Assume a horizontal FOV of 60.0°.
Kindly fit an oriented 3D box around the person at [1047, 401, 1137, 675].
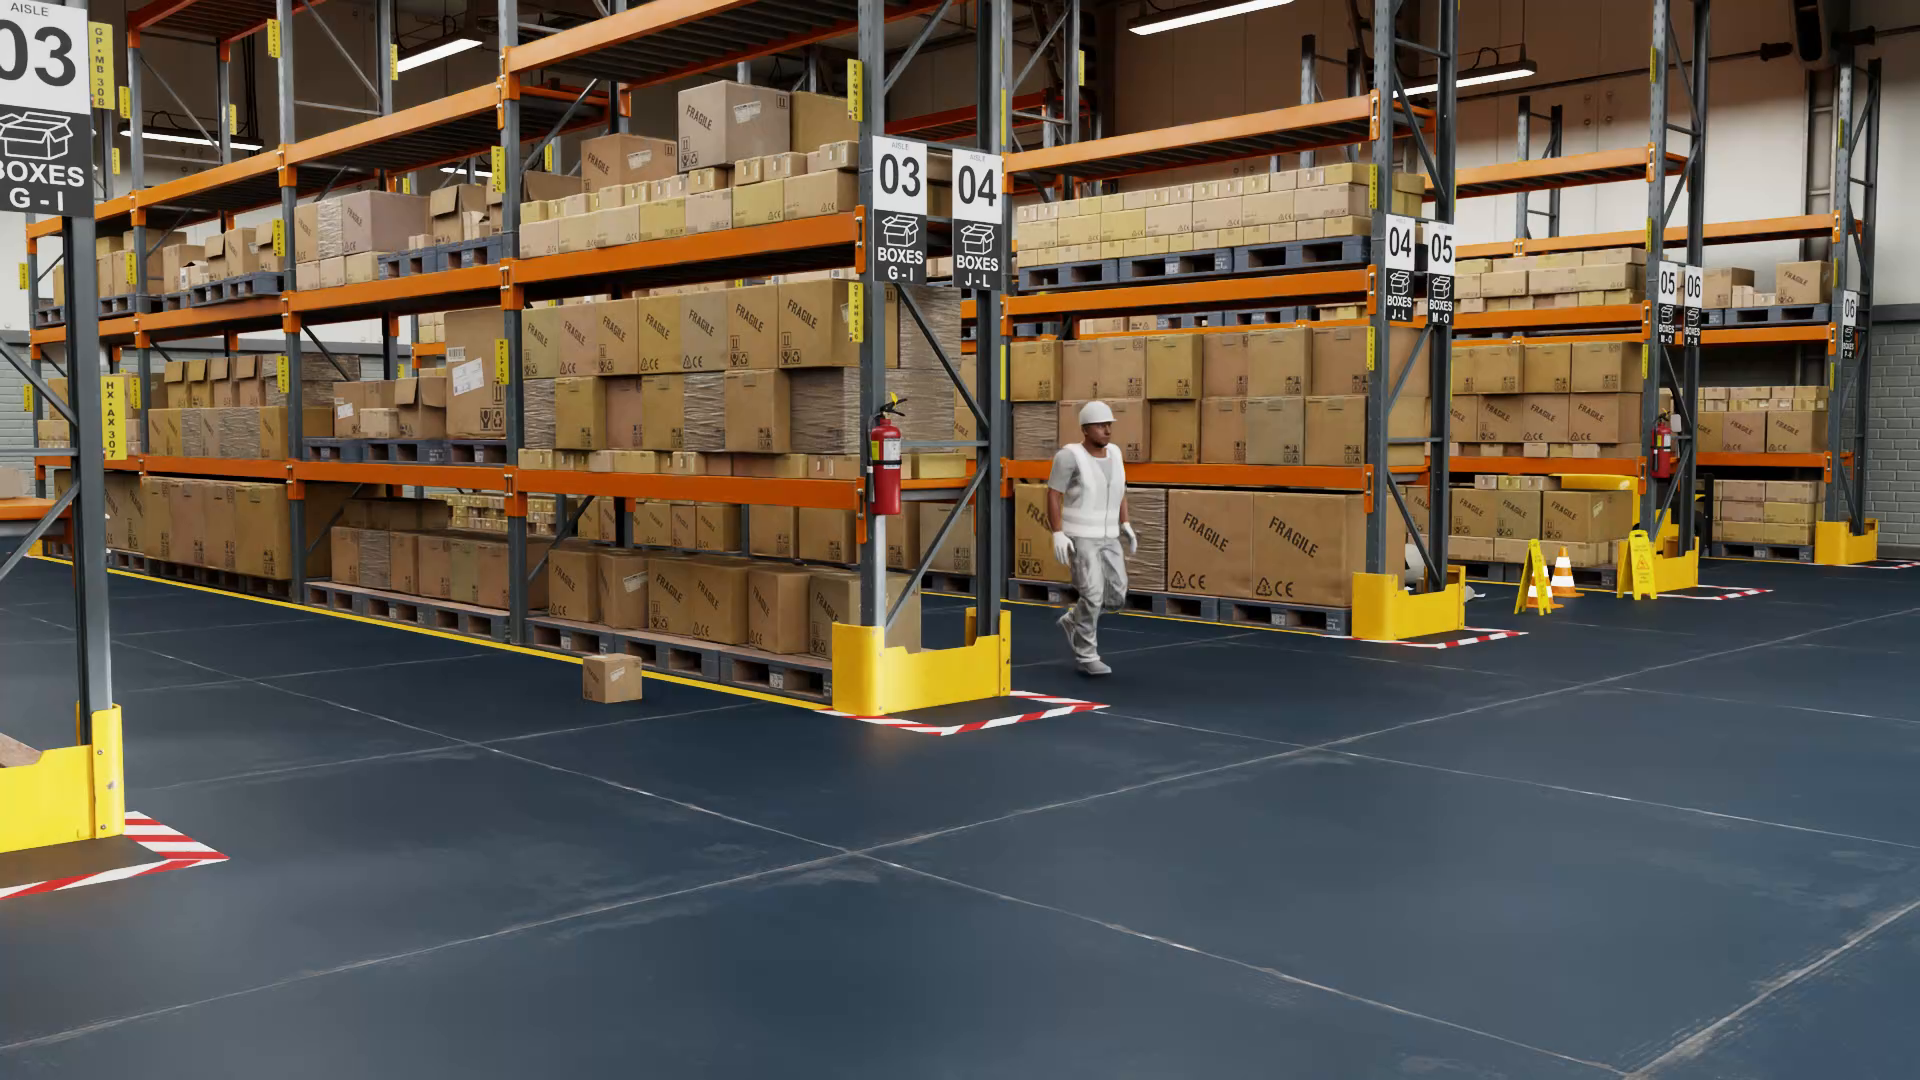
[{"bbox_3d":[0.797,-0.020,10.774,0.606,1.755,0.649,-3,5,-39],"label":"person"}]
